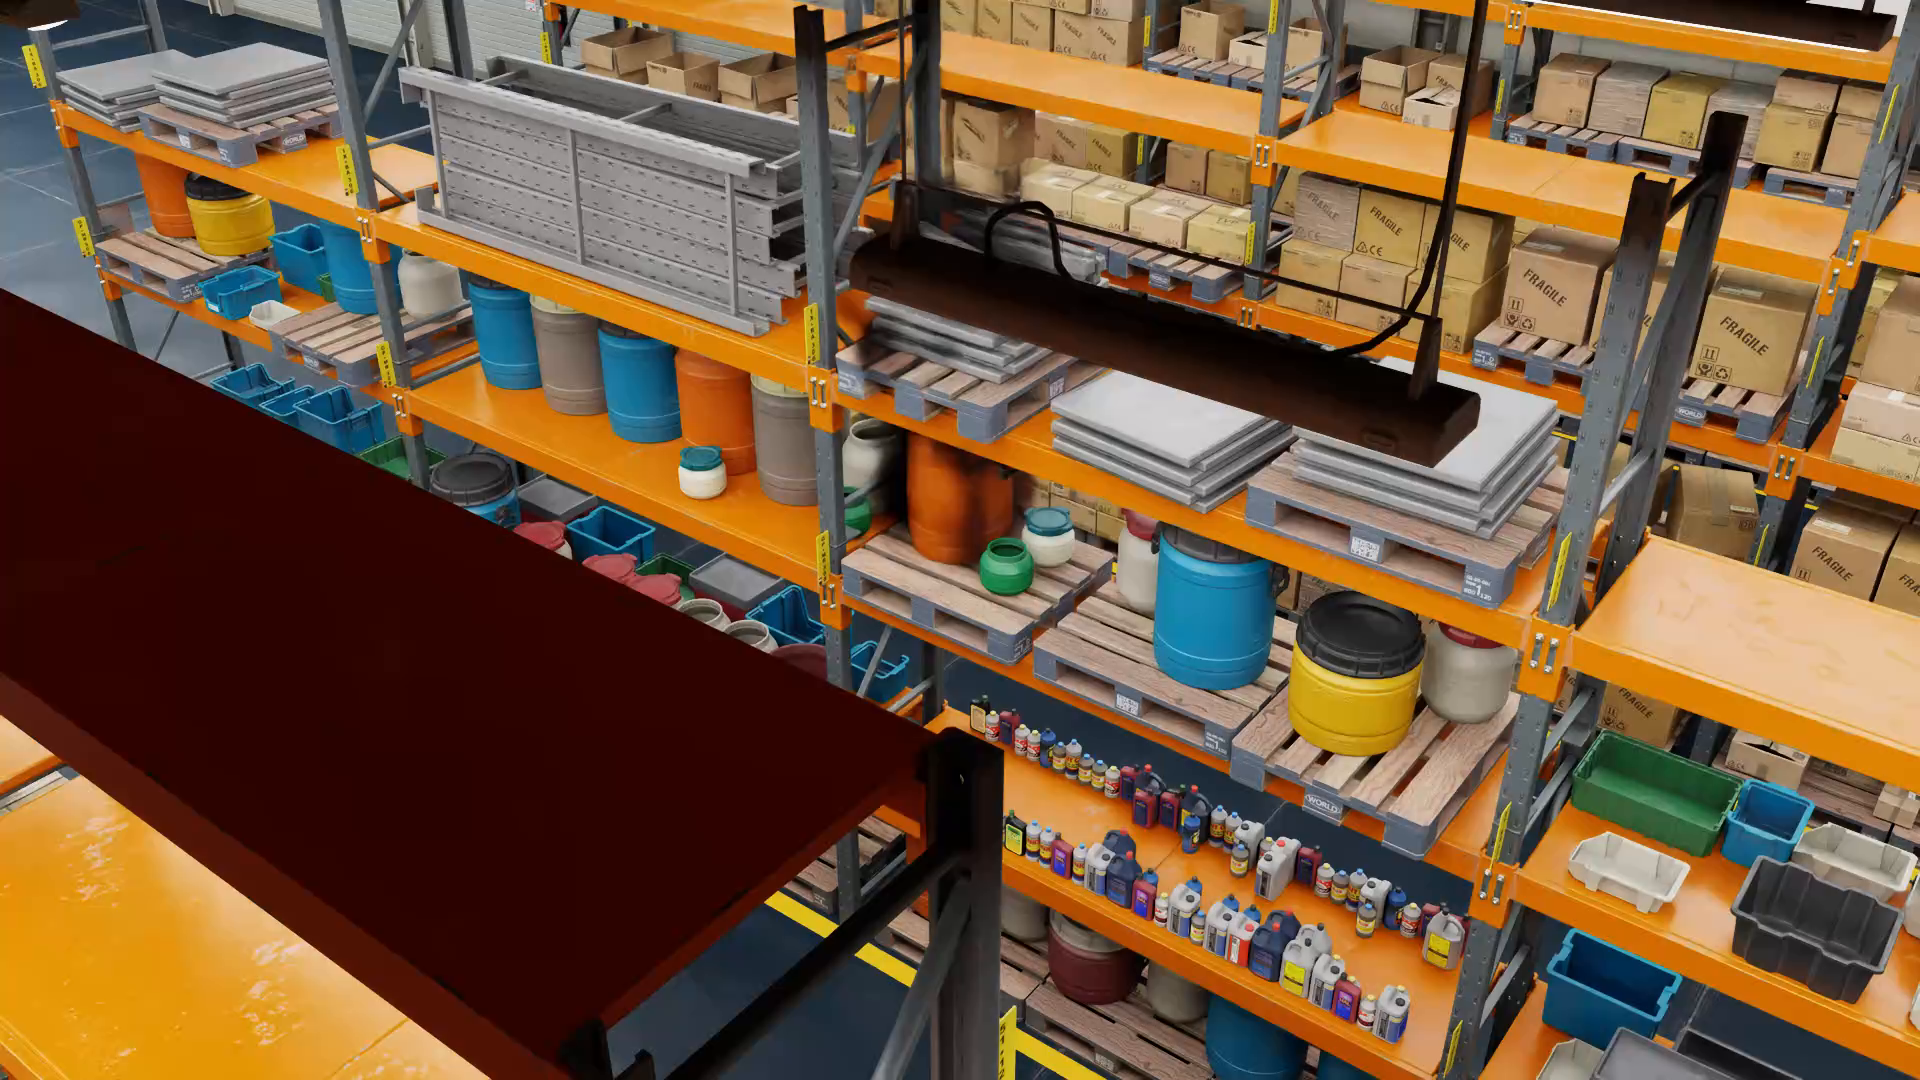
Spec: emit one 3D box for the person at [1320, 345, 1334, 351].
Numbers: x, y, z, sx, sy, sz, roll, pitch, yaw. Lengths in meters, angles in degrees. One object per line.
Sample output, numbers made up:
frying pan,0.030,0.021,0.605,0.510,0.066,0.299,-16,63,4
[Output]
person,3.318,-1.024,15.390,0.565,1.664,0.576,19,36,28
